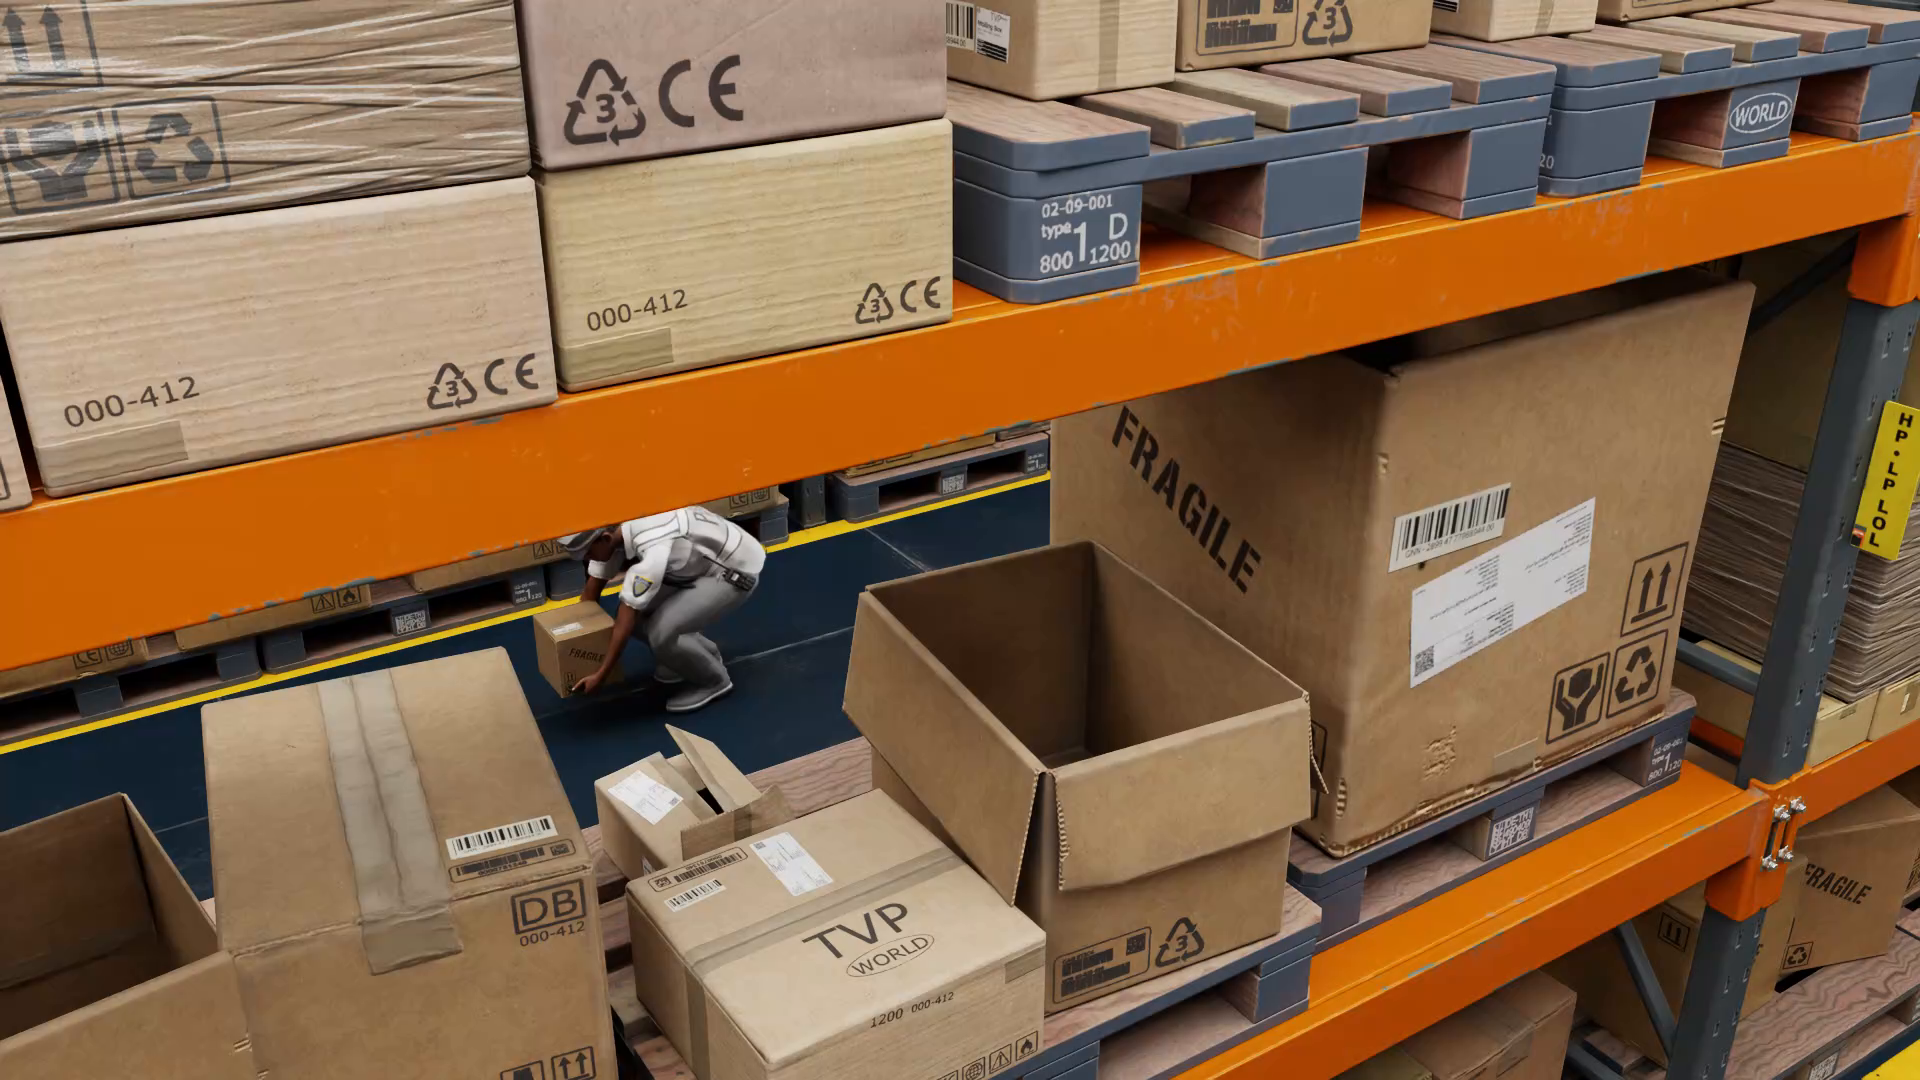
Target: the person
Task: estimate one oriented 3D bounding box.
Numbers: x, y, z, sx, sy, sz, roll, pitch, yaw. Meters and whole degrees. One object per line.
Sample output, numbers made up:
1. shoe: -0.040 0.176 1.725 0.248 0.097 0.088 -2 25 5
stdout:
1. person: -1.180 0.196 6.512 0.874 0.977 0.456 -16 30 -31
